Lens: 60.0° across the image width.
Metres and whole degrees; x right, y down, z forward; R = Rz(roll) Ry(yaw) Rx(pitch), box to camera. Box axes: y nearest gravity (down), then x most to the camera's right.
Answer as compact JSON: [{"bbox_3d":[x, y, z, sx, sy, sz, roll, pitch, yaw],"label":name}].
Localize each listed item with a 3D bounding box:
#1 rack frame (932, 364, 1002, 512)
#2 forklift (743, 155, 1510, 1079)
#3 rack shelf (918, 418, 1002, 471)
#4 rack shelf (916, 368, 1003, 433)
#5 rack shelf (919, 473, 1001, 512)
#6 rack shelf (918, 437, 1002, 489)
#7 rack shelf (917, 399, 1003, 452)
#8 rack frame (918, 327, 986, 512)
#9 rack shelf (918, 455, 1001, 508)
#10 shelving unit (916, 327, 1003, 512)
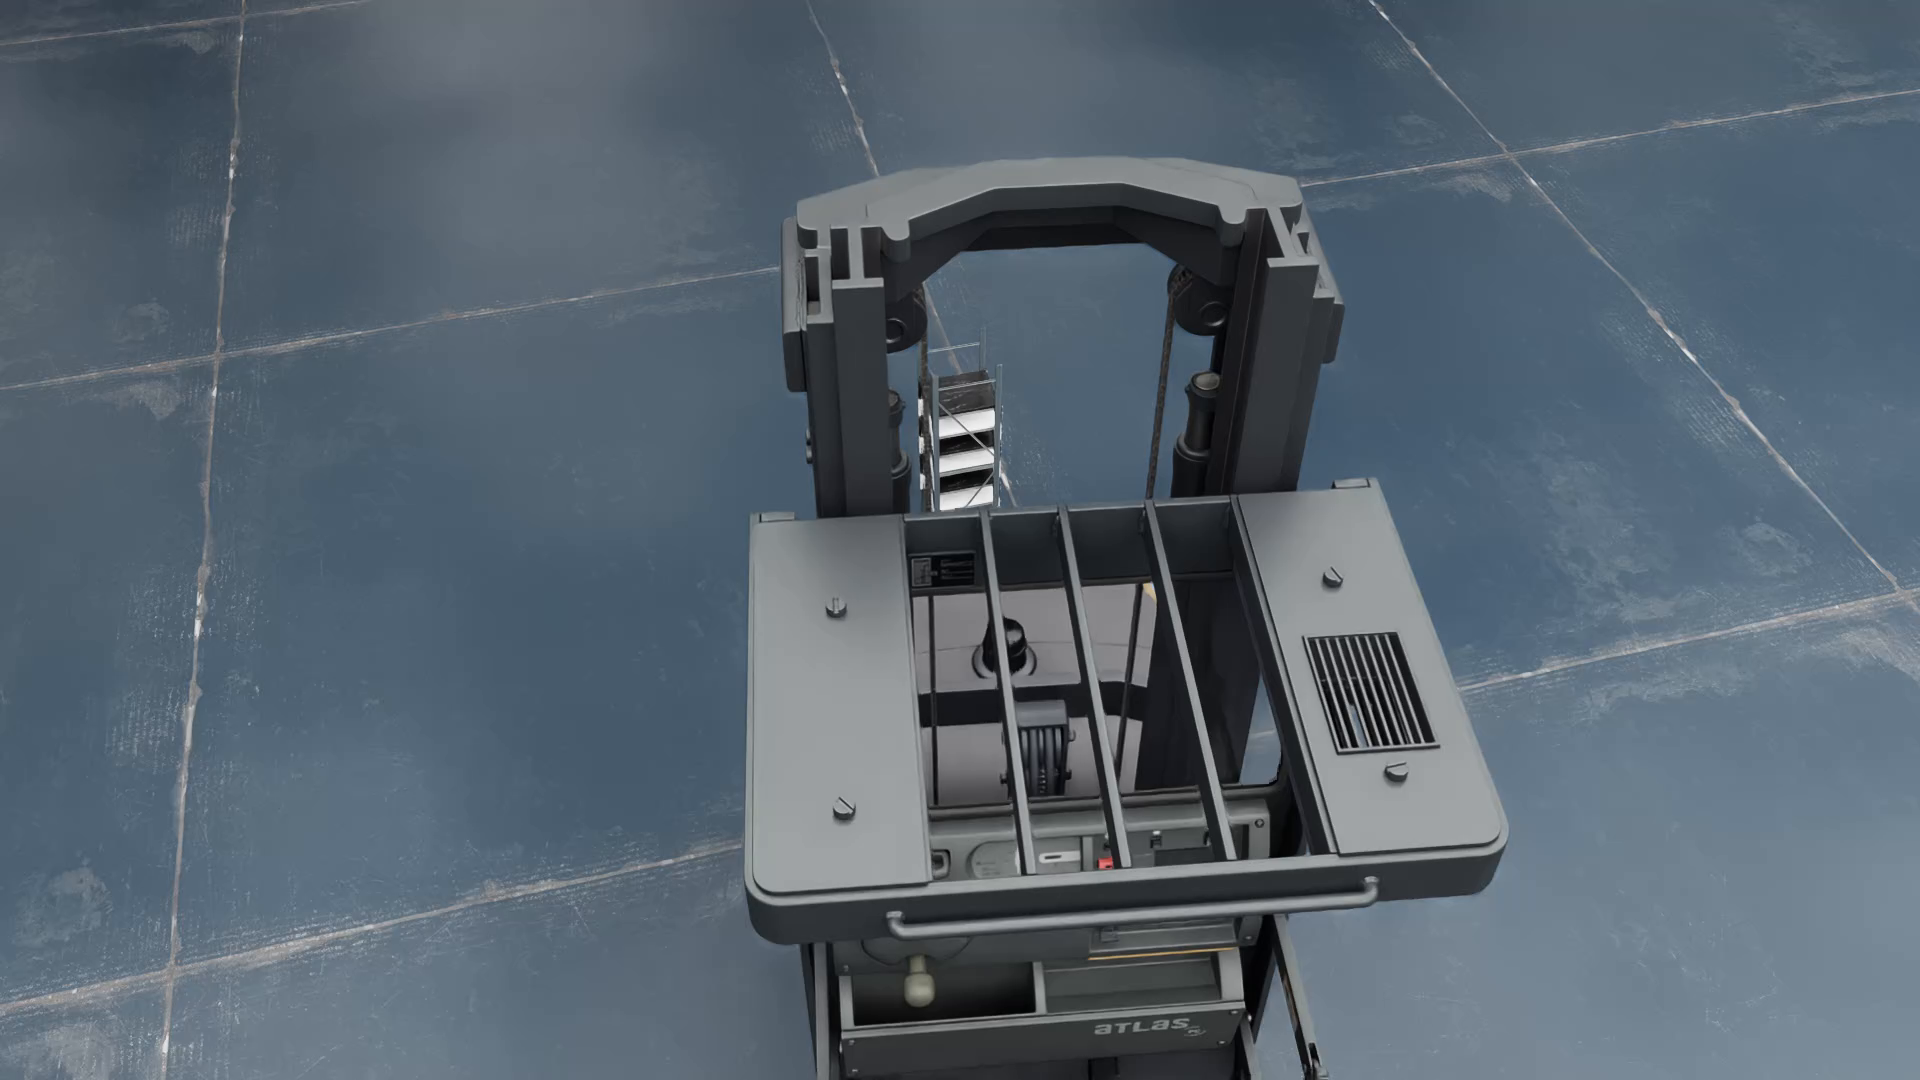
[{"bbox_3d":[0.024,-0.250,5.865,0.240,0.900,0.006,-11,47,-10],"label":"rack frame"},{"bbox_3d":[0.208,0.859,3.356,1.130,2.935,3.031,-3,46,-3],"label":"forklift"},{"bbox_3d":[-0.002,-0.360,5.894,0.258,0.077,0.200,-11,47,-10],"label":"rack shelf"},{"bbox_3d":[-0.002,-0.486,5.765,0.258,0.077,0.200,-11,47,-10],"label":"rack shelf"},{"bbox_3d":[-0.002,-0.171,6.086,0.258,0.077,0.200,-11,47,-10],"label":"rack shelf"},{"bbox_3d":[-0.002,-0.297,5.958,0.258,0.077,0.200,-11,47,-10],"label":"rack shelf"},{"bbox_3d":[-0.002,-0.423,5.829,0.258,0.077,0.200,-11,47,-10],"label":"rack shelf"},{"bbox_3d":[-0.028,-0.391,6.003,0.240,0.900,0.006,-11,47,-10],"label":"rack frame"},{"bbox_3d":[-0.002,-0.234,6.022,0.258,0.077,0.200,-11,47,-10],"label":"rack shelf"},{"bbox_3d":[-0.002,-0.321,5.934,0.258,0.900,0.210,-11,47,-10],"label":"shelving unit"}]
